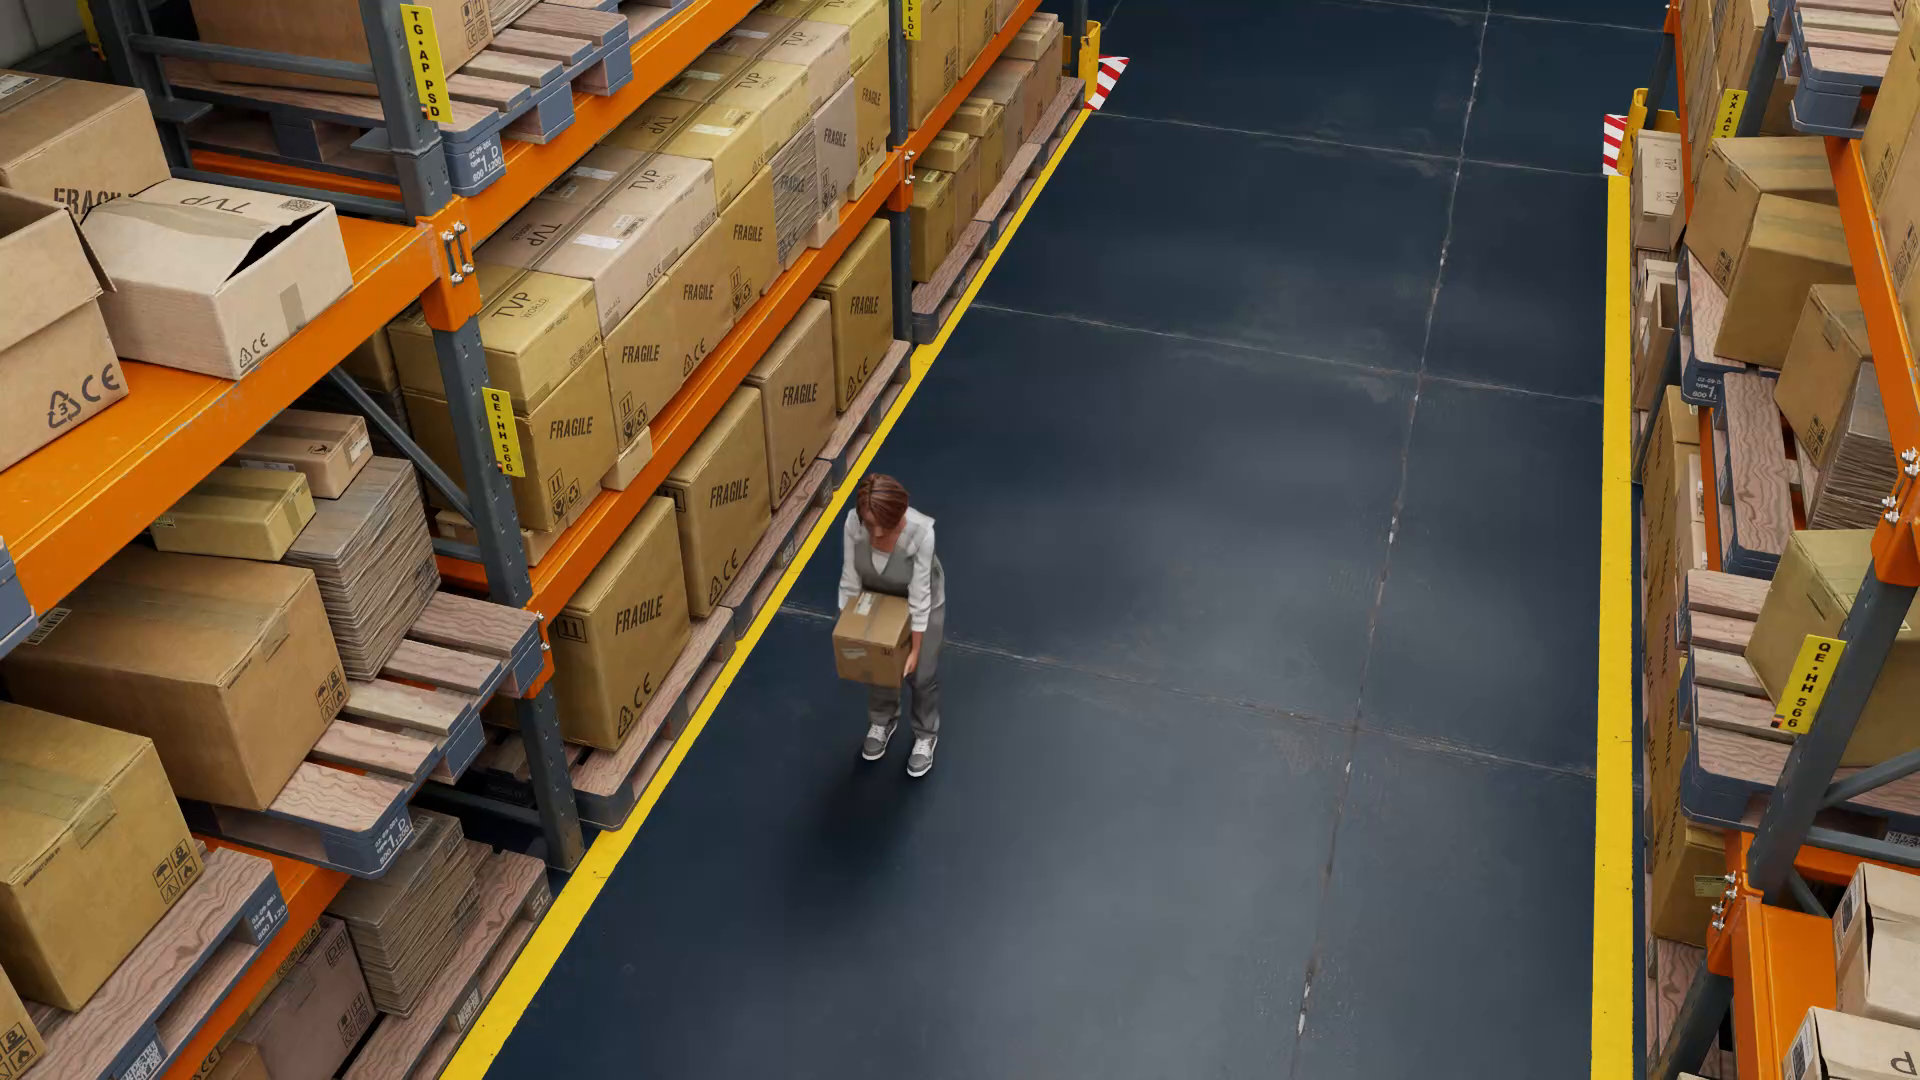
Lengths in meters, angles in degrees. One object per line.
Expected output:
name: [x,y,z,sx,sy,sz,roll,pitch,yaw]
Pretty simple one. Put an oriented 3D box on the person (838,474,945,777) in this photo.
person: [-0.259,0.309,6.547,0.373,1.541,0.541,10,39,13]
